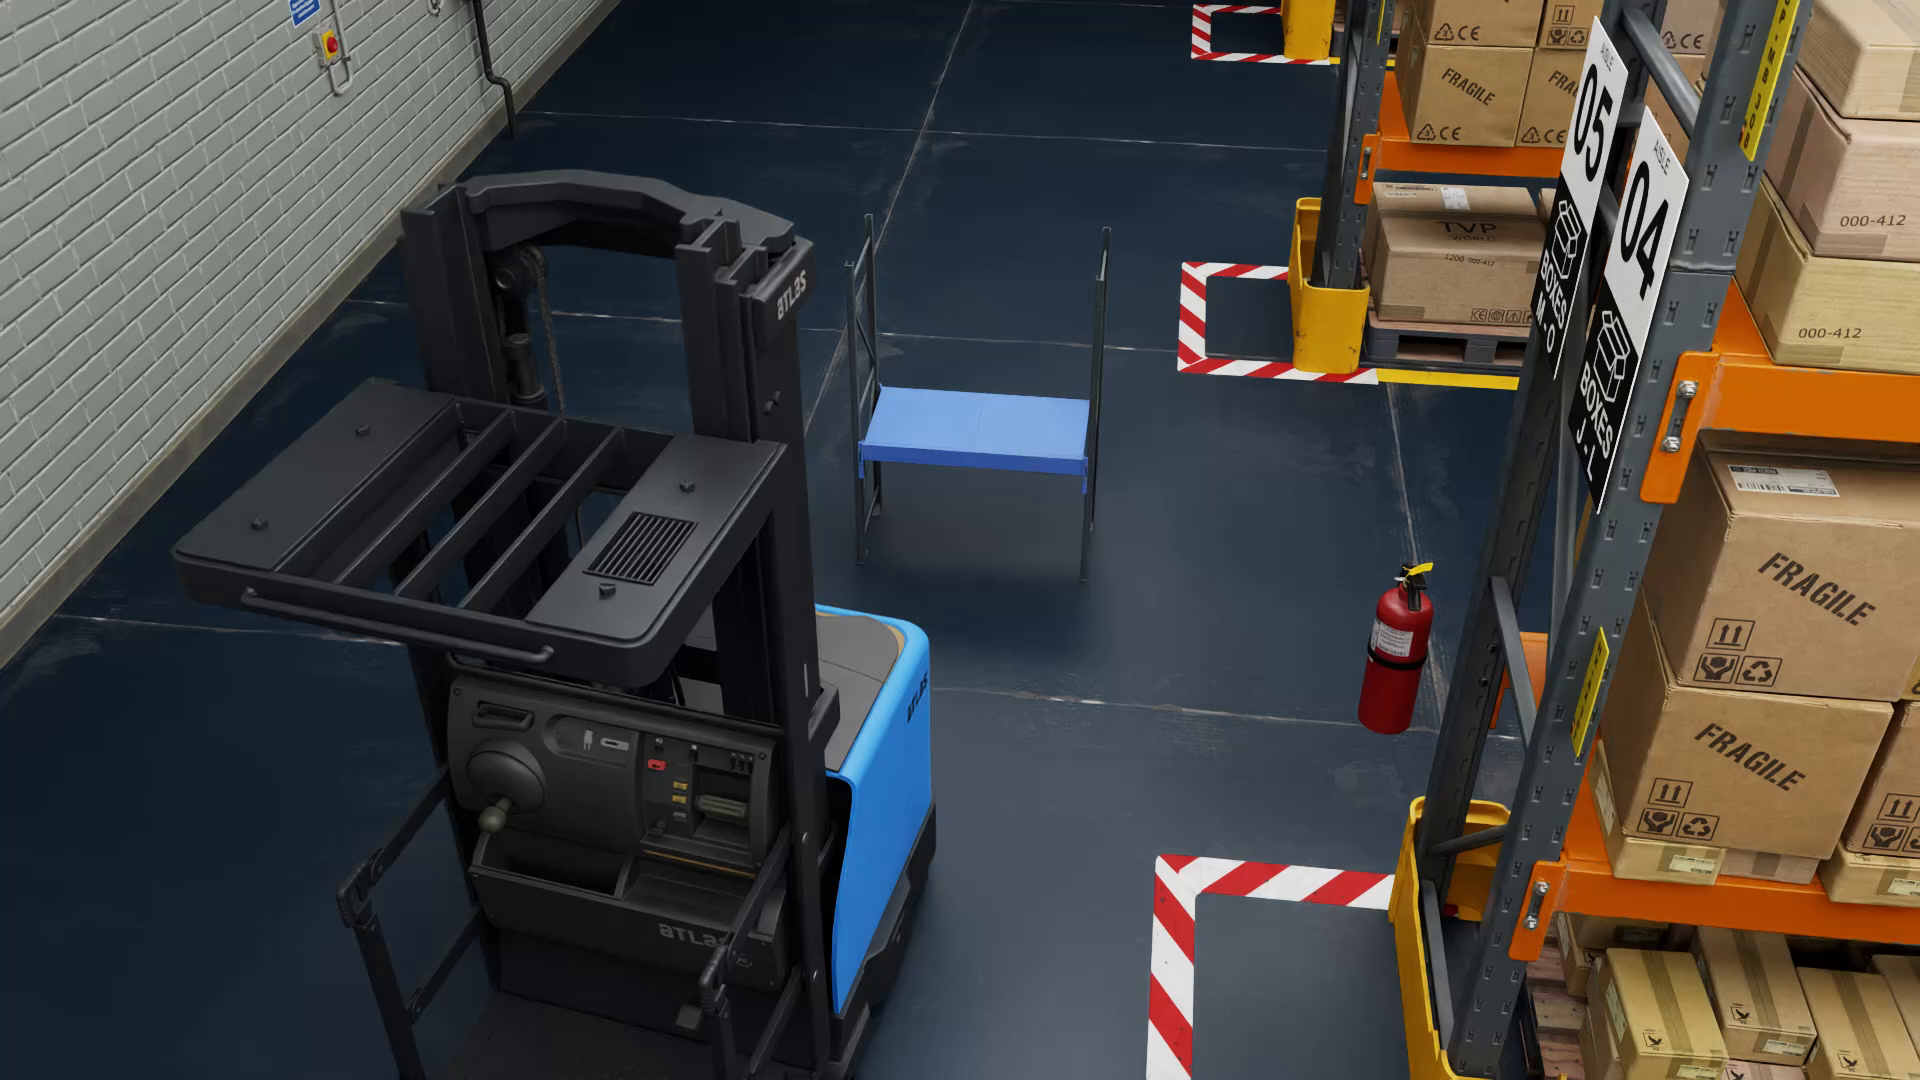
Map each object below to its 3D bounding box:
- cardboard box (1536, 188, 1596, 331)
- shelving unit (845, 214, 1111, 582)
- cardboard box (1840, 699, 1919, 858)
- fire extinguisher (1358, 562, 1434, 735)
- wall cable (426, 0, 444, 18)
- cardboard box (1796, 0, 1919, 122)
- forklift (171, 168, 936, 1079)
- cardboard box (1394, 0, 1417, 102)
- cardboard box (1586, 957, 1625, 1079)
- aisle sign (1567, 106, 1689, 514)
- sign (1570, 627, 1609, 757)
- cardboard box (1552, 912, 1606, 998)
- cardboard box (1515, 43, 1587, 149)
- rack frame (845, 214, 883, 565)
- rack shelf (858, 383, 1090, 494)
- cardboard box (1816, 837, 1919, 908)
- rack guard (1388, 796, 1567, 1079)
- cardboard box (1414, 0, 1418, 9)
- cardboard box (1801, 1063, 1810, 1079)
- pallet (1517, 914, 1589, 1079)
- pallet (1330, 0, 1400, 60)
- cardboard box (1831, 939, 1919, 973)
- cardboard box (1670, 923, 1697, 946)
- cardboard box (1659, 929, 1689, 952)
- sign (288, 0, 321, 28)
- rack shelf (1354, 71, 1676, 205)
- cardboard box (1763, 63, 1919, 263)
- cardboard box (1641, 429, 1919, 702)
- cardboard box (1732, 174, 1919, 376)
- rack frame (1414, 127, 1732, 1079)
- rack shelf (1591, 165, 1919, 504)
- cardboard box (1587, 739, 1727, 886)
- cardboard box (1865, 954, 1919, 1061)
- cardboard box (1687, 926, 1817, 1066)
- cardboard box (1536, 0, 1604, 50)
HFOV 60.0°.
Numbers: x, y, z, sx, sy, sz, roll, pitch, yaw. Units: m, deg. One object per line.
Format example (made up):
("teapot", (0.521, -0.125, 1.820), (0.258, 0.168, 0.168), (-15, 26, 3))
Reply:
("cardboard box", (3.657, -1.535, 9.163), (0.875, 0.438, 0.875), (5, 36, 7))
("shelving unit", (0.085, -0.604, 7.305), (1.048, 1.500, 0.538), (4, 36, 6))
("cardboard box", (2.495, 0.454, 4.189), (0.500, 0.500, 0.500), (4, 36, 6))
("fire extinguisher", (1.360, 0.297, 5.139), (0.183, 0.674, 0.296), (4, 36, 6))
("wall cable", (-3.345, -4.096, 10.033), (0.122, 1.984, 0.588), (4, 36, 6))
("cardboard box", (1.843, -0.972, 3.303), (0.250, 0.149, 0.380), (4, 36, 6))
("forklift", (-0.994, 0.699, 4.247), (1.130, 2.935, 3.031), (10, 37, 13))
("cardboard box", (2.593, -2.618, 8.751), (0.500, 0.500, 0.500), (4, 36, 6))
("cardboard box", (2.038, 1.454, 4.967), (0.250, 0.149, 0.380), (6, 36, 8))
("aisle sign", (1.440, -0.492, 3.619), (0.004, 0.787, 0.394), (4, 36, 6))
("sign", (1.482, 0.359, 3.920), (0.005, 0.325, 0.100), (4, 36, 6))
("cardboard box", (2.100, 1.307, 5.429), (0.250, 0.149, 0.380), (5, 36, 7))
("cardboard box", (3.026, -2.279, 8.276), (0.500, 0.500, 0.500), (4, 36, 5))
("rack frame", (-0.420, -0.642, 7.358), (0.032, 1.500, 0.500), (4, 36, 6))
("rack shelf", (0.085, -0.458, 7.410), (1.000, 0.185, 0.538), (4, 36, 6))
("cardboard box", (2.348, 0.759, 4.320), (0.250, 0.149, 0.380), (3, 36, 5))
("rack guard", (1.626, 1.422, 5.328), (0.348, 0.500, 1.175), (4, 36, 6))
("cardboard box", (2.590, -3.010, 8.439), (0.500, 0.500, 0.500), (5, 36, 8))
("cardboard box", (2.556, 1.474, 4.940), (0.250, 0.149, 0.380), (5, 36, 7))
("pallet", (2.428, 1.620, 5.299), (1.213, 0.211, 1.003), (4, 36, 6))
("pallet", (3.576, -4.122, 13.344), (1.213, 0.211, 1.003), (4, 36, 6))
("cardboard box", (2.880, 1.258, 5.241), (0.250, 0.149, 0.380), (4, 36, 5))
("cardboard box", (2.350, 1.091, 5.220), (0.250, 0.149, 0.380), (5, 36, 7))
("cardboard box", (2.363, 1.192, 5.334), (0.250, 0.149, 0.380), (3, 36, 5))
("sign", (-3.581, -2.951, 9.071), (0.001, 0.218, 0.327), (4, 36, 6))
("rack shelf", (4.065, -2.020, 8.618), (4.000, 0.370, 1.077), (4, 36, 6))
("cardboard box", (1.963, -0.782, 3.380), (0.500, 0.250, 0.500), (5, 36, 7))
("cardboard box", (1.963, 0.016, 3.943), (0.500, 0.500, 0.500), (4, 36, 6))
("cardboard box", (1.964, -0.581, 3.529), (0.500, 0.250, 0.500), (5, 36, 8))
("rack frame", (1.551, 0.399, 4.609), (0.127, 3.000, 1.000), (4, 36, 6))
("rack shelf", (3.535, -0.381, 3.740), (4.000, 0.370, 1.077), (4, 36, 6))
("cardboard box", (1.831, 0.714, 4.384), (0.250, 0.149, 0.380), (4, 36, 6))
("cardboard box", (2.806, 1.395, 4.794), (0.250, 0.149, 0.380), (3, 36, 4))
("cardboard box", (2.316, 1.332, 4.883), (0.250, 0.149, 0.380), (5, 36, 7))
("cardboard box", (3.034, -2.675, 7.969), (0.500, 0.500, 0.500), (3, 36, 5))
